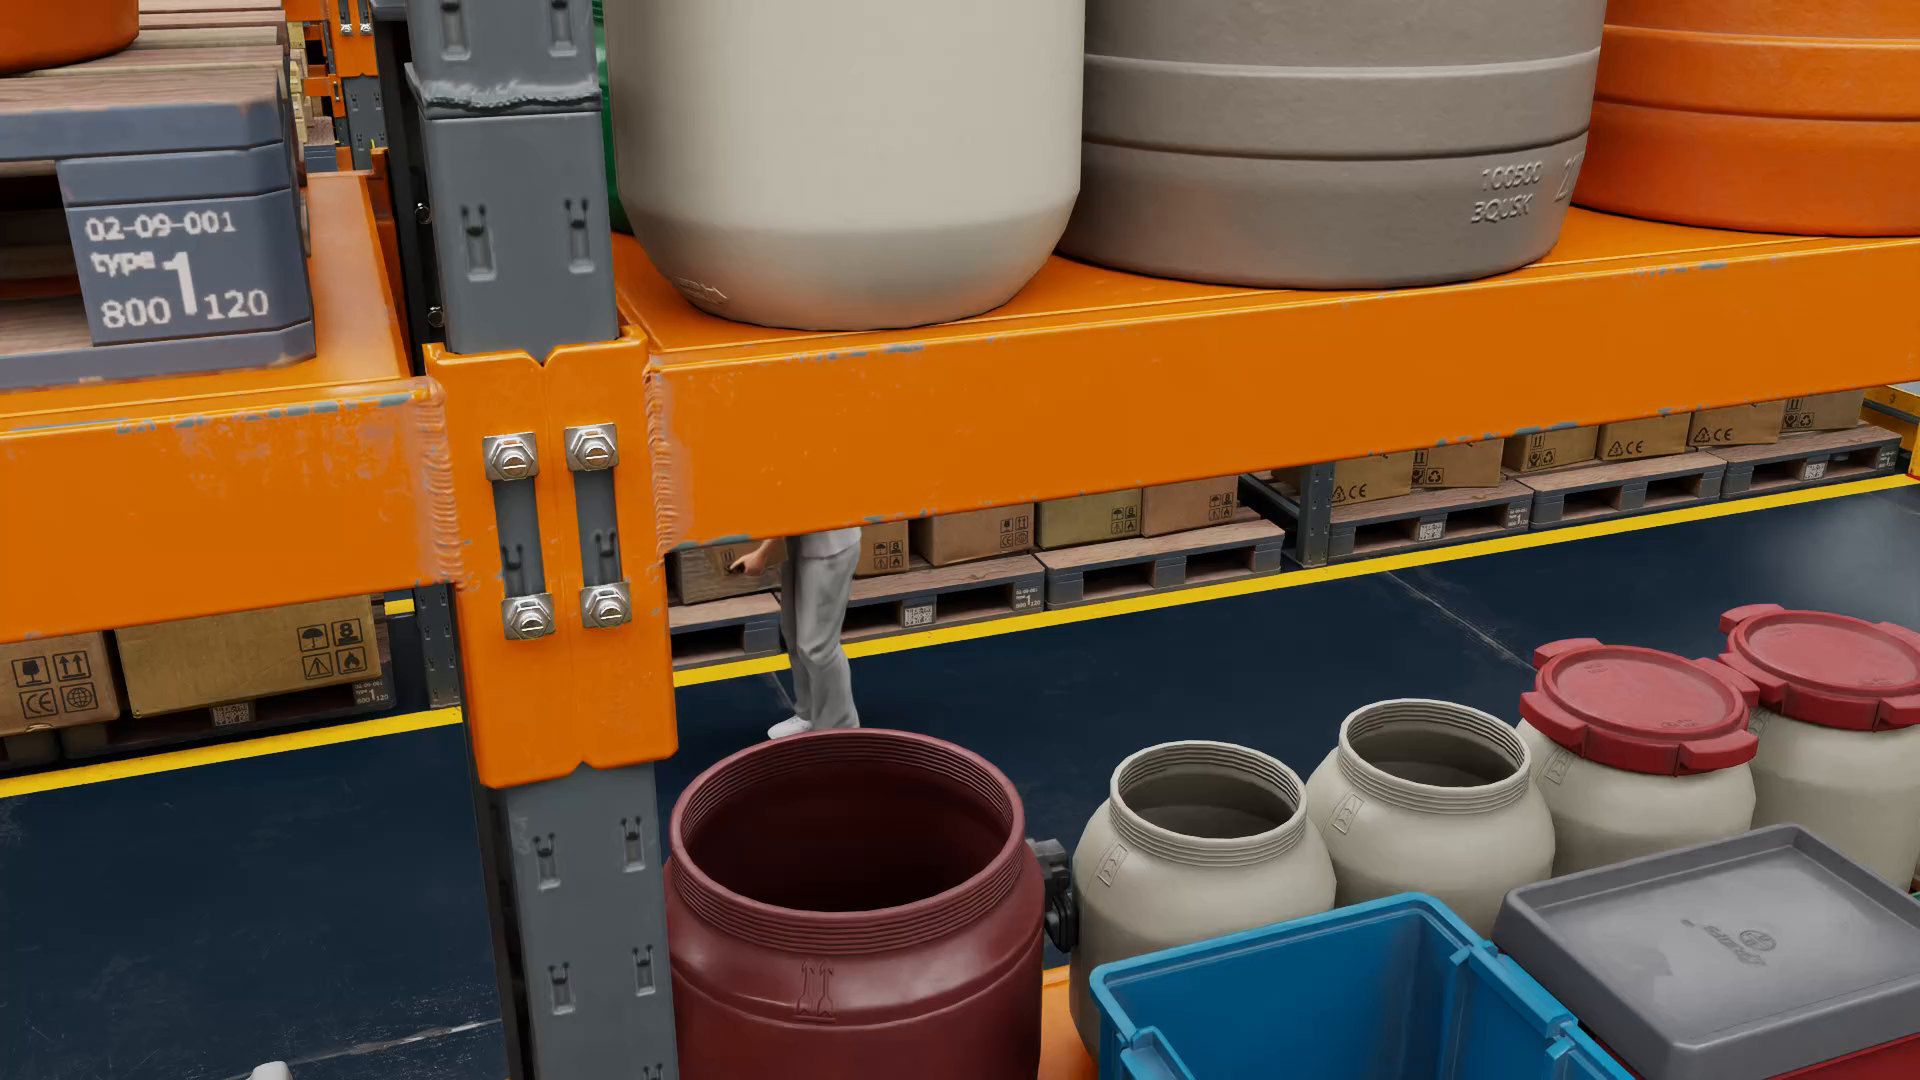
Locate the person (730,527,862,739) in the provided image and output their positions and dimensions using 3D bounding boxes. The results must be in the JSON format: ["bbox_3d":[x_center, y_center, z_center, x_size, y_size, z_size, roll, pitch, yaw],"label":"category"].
[{"bbox_3d":[-0.615,0.042,6.013,0.508,1.667,0.410,-9,24,-20],"label":"person"}]
